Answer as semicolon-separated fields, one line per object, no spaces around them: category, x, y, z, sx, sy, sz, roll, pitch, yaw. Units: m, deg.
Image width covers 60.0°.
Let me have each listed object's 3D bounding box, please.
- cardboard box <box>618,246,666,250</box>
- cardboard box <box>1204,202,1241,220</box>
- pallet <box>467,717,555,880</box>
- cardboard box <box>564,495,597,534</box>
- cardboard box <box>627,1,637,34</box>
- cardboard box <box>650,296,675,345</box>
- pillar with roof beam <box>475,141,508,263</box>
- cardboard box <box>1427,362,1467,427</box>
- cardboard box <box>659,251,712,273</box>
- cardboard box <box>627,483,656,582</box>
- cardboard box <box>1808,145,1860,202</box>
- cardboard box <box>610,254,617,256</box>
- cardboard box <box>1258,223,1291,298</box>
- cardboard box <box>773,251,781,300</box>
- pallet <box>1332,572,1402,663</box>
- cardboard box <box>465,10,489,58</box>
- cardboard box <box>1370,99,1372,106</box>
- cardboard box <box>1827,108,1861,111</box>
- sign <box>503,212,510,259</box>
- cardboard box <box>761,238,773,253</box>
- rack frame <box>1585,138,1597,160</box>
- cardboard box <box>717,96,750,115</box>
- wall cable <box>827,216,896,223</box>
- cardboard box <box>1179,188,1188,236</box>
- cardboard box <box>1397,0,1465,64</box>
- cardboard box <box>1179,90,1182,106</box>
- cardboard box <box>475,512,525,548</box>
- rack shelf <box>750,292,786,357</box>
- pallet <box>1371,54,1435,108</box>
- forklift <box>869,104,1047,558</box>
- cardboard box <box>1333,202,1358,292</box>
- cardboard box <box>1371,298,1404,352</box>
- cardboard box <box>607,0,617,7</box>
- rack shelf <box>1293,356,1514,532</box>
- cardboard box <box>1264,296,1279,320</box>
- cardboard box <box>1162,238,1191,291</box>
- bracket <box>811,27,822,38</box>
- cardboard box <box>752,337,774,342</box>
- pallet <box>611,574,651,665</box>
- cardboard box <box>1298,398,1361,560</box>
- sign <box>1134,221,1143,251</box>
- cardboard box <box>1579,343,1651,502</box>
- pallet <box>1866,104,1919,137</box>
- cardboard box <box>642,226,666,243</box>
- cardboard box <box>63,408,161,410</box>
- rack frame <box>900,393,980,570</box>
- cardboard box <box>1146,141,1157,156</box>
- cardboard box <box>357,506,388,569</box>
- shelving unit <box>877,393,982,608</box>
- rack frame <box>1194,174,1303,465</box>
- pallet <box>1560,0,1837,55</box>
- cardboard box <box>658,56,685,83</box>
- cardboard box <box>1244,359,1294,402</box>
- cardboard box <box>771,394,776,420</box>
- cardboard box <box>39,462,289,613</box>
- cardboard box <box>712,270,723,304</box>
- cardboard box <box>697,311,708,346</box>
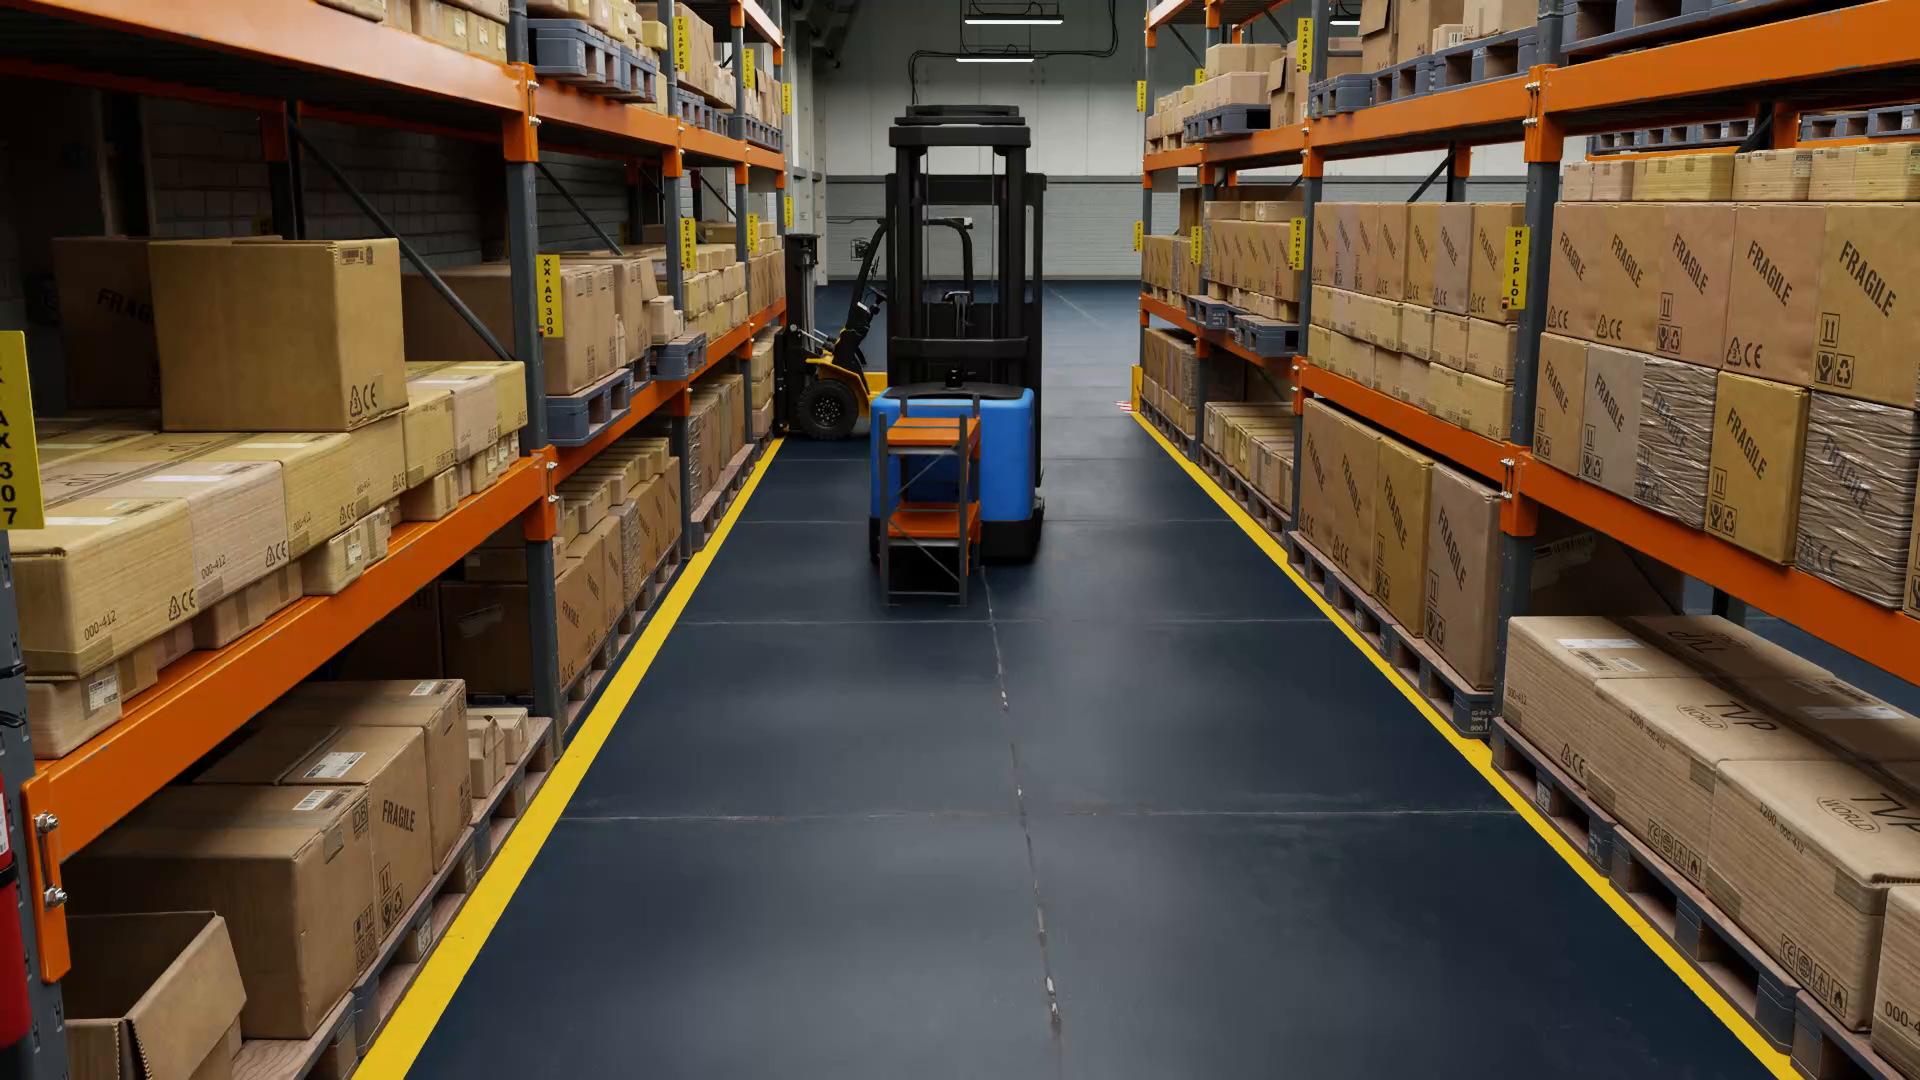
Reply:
cardboard box;-2.599;-2.329;13.610;0.380;0.149;0.250;0;11;-1
cardboard box;2.269;-2.780;14.033;0.380;0.149;0.250;0;11;-1
pallet;-2.171;0.958;6.308;1.003;0.211;1.213;0;11;-1
cardboard box;-2.013;-0.127;8.238;0.380;0.149;0.250;0;11;-1
cardboard box;-1.945;-2.803;8.915;0.380;0.149;0.250;0;11;-2
cardboard box;-1.922;-1.265;9.569;0.500;0.250;0.500;-1;11;-4
pillar with roof beam;1.109;-4.554;11.373;9.100;9.000;0.400;0;11;-1
cardboard box;2.507;-0.683;7.756;0.500;0.250;0.500;0;11;-2
cardboard box;-2.016;-2.029;12.131;0.380;0.149;0.250;0;11;0
cardboard box;-2.030;-0.035;9.417;0.500;0.500;0.500;0;11;1
cardboard box;2.585;-1.005;4.569;0.380;0.149;0.250;0;11;1
cardboard box;-2.538;-1.875;11.372;0.380;0.149;0.250;0;11;-1
cardboard box;2.387;-1.954;11.592;0.500;0.500;0.500;0;11;-2
cardboard box;-2.158;-2.780;17.466;0.500;0.500;0.500;0;11;1
pallet;2.659;0.404;9.038;1.003;0.211;1.213;0;11;-1
cardboard box;-1.880;-1.774;5.844;0.380;0.149;0.250;0;11;-1
cardboard box;2.479;-2.770;10.758;0.380;0.149;0.250;0;11;-1
cardboard box;7.323;-3.735;13.913;0.258;0.266;0.396;0;11;-2
sign;-2.822;-1.905;10.493;0.100;0.325;0.005;0;11;-1
cardboard box;-2.094;-2.975;16.797;0.380;0.149;0.250;0;11;-1
rack frame;7.477;-2.992;18.765;1.000;3.000;0.127;0;11;-1
cardboard box;-2.055;-3.828;14.663;0.380;0.149;0.250;0;11;0
wall cable;-2.678;-10.762;49.782;3.097;2.526;0.112;0;11;-1
cardboard box;2.759;-3.536;17.931;0.700;0.500;0.500;-1;11;-3
cardboard box;2.906;-2.891;9.411;0.700;0.500;0.500;-1;11;-4
cardboard box;2.294;-4.214;15.870;0.380;0.149;0.250;0;11;0
cardboard box;-1.986;-0.062;7.172;0.380;0.149;0.250;0;11;-2
rack shelf;-2.391;-2.181;16.574;1.077;0.370;4.000;0;11;-1
pallet;2.788;-2.389;8.722;1.003;0.211;1.213;0;11;1
forklift;0.051;-1.560;11.877;1.130;2.935;3.031;1;12;5
cardboard box;2.481;-1.703;9.644;0.500;0.500;0.500;0;11;-1
cardboard box;2.464;-1.129;8.699;0.500;0.250;0.500;0;11;0
cardboard box;-1.847;-2.610;7.912;0.380;0.149;0.250;0;11;-1
rack shelf;2.737;-0.612;8.839;1.077;0.370;4.000;0;11;-1
cardboard box;2.326;-1.612;11.534;0.380;0.149;0.250;0;11;-2
cardboard box;2.307;-2.746;16.552;0.500;0.500;0.500;0;11;-2
bracket;-3.451;-12.183;39.923;0.235;0.232;0.430;0;11;-1
cardboard box;-2.071;-1.886;16.658;0.500;0.250;0.500;0;11;-2
pallet;-2.267;0.416;8.976;1.003;0.211;1.213;0;11;-1
cardboard box;2.627;-0.389;10.218;0.875;0.875;0.875;0;11;-2
sign;1.988;-3.374;18.469;0.100;0.325;0.005;0;11;-1
cardboard box;2.532;-0.421;5.840;0.500;0.500;0.500;0;11;-1
pallet;7.550;-3.130;12.373;1.003;0.211;1.213;0;11;1
cardboard box;-2.658;-2.711;14.745;0.380;0.149;0.250;0;11;-1
cardboard box;-2.418;-0.316;5.201;0.500;0.250;0.500;0;11;0
rack frame;-0.126;-0.367;10.539;0.500;1.125;0.032;1;12;5
cardboard box;2.212;-4.232;17.961;0.380;0.149;0.250;0;11;-1
cardboard box;-1.837;-0.002;4.658;0.380;0.149;0.250;0;11;0
shelving unit;-0.168;-0.266;10.043;0.538;1.125;1.048;1;12;5
rack frame;2.613;-2.157;14.647;1.000;3.000;0.127;0;11;-1
pallet;2.785;-1.831;5.717;1.003;0.211;1.213;0;11;-1
cardboard box;-1.971;-3.022;10.644;0.380;0.166;0.250;0;11;-1
cardboard box;2.871;-1.501;15.387;0.500;0.500;0.500;0;11;2
cardboard box;-2.081;-1.295;16.255;0.500;0.250;0.500;0;11;0
cardboard box;-1.852;-0.014;3.714;0.500;0.250;0.500;0;11;-1
cardboard box;-2.070;-1.906;12.532;0.500;0.250;0.500;0;11;0
cardboard box;-2.037;-1.456;11.571;0.500;0.250;0.500;0;11;-2
